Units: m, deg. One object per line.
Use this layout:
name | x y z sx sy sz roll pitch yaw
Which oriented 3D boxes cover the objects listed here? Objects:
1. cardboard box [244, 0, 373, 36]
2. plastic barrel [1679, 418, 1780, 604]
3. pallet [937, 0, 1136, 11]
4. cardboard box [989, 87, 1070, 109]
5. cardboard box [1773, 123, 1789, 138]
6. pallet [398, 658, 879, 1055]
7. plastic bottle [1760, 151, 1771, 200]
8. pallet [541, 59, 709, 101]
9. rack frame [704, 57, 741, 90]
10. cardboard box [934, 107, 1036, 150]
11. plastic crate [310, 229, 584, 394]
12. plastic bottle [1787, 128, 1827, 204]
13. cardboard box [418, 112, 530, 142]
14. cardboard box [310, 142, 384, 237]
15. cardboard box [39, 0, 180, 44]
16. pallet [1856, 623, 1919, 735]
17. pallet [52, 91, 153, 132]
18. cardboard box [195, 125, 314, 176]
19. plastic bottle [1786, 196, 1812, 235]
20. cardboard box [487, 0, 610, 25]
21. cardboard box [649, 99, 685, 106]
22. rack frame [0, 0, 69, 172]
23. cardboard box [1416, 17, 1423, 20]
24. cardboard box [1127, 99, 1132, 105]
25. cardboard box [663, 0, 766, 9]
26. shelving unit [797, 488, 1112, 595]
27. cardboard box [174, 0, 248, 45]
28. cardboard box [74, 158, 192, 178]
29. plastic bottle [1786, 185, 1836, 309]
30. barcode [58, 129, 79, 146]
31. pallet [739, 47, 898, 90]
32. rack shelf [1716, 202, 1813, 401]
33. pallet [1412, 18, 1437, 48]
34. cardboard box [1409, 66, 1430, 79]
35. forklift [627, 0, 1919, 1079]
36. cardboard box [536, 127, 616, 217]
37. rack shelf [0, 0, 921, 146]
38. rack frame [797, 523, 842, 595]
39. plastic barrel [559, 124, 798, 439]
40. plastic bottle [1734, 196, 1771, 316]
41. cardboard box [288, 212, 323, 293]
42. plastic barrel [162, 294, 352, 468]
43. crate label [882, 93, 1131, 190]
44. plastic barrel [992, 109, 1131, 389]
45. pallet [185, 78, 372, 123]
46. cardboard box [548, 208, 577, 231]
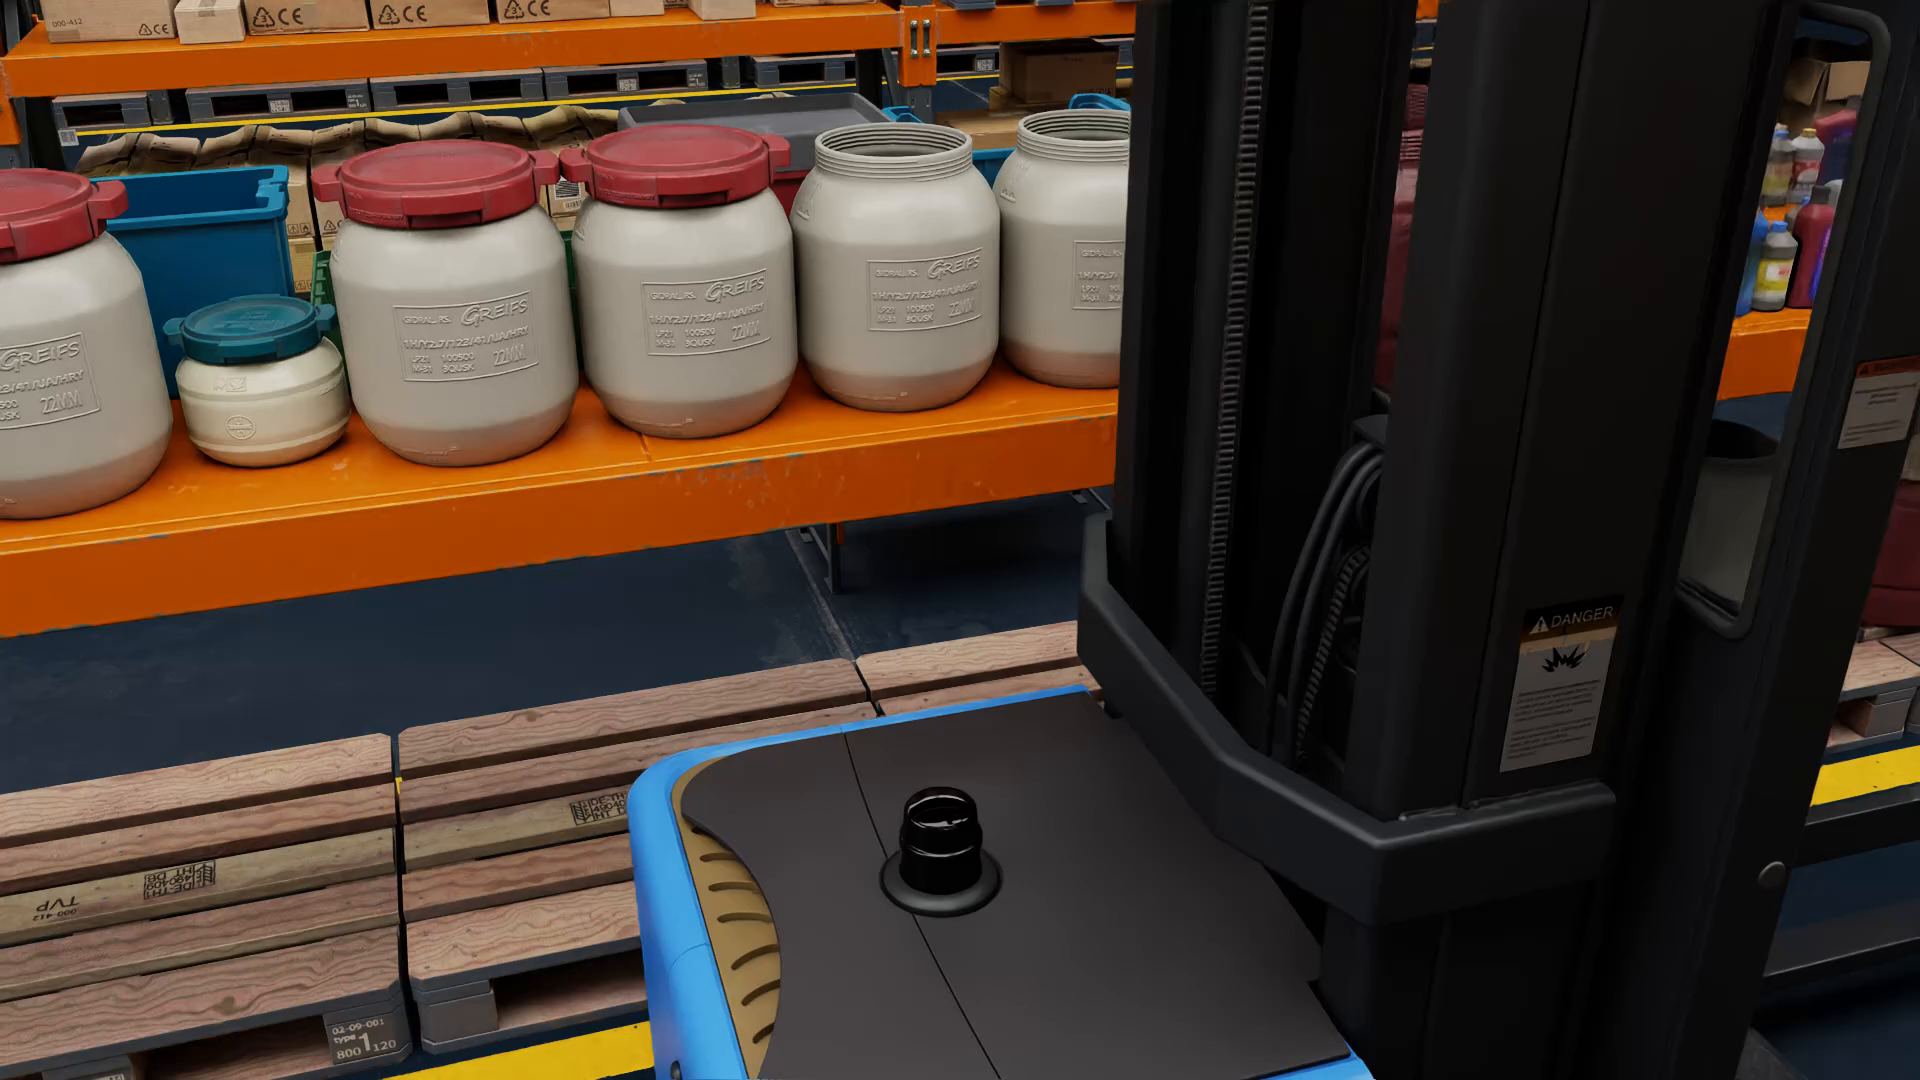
cardboard box | -2.915 -2.555 7.410 0.500 0.500 0.500 -6 27 -12
plastic barrel | 2.152 -0.058 4.820 0.421 0.512 0.421 0 26 0
pallet | 0.275 -2.926 8.487 1.003 0.211 1.213 -8 28 -16
cardboard box | 0.469 -2.195 9.114 0.500 0.500 0.500 -7 27 -14
cardboard box | 4.741 -2.458 10.019 0.250 0.166 0.380 -8 28 -16
pallet | -0.724 0.711 4.080 1.213 0.211 1.003 -8 28 -16
plastic bottle | 2.233 -1.049 4.712 0.097 0.201 0.097 0 26 0
pallet | -2.629 -3.627 12.819 1.213 0.211 1.003 -8 28 -16
rack frame | -1.885 -4.983 12.415 0.127 3.000 1.000 -8 28 -16
cardboard box | 0.174 -1.909 8.538 0.500 0.500 0.500 -7 27 -14
plastic crate | -1.052 -0.508 3.638 0.662 0.188 0.450 -8 28 -16
plastic bottle | 2.418 -1.075 4.766 0.097 0.201 0.097 0 26 0
cardboard box | -2.408 -1.933 8.259 0.500 0.311 0.500 -9 28 -17
cardboard box | -2.711 -1.636 7.662 0.500 0.311 0.500 -9 28 -18
cardboard box | -3.696 -2.358 7.294 0.500 0.250 0.500 -7 27 -13
pallet | 3.078 0.162 5.186 1.213 0.211 1.003 -8 28 -16
pallet | -6.316 -3.076 11.709 1.213 0.211 1.003 -8 28 -16
cardboard box | -3.362 -1.798 7.987 0.500 0.311 0.500 -7 27 -15
plastic bottle | 2.078 -0.742 4.095 0.097 0.201 0.097 0 26 0
cardboard box | -1.938 -2.696 7.695 0.500 0.500 0.500 -10 28 -19
cardboard box | -1.433 -2.073 8.542 0.500 0.311 0.500 -9 28 -17
rack frame | -4.151 -2.339 7.087 0.127 3.000 1.000 -8 28 -16
cardboard box | 3.629 -4.800 14.384 0.500 0.500 0.700 -8 27 -15
cardboard box | 1.148 -2.050 8.823 0.500 0.500 0.500 -9 28 -17
cardboard box | -1.258 -2.808 8.133 0.500 0.311 0.500 -9 28 -17
shelving unit | 0.006 -0.505 5.502 1.048 1.125 0.538 -8 28 -16
cardboard box | -3.245 -2.262 7.215 0.250 0.149 0.380 -8 28 -16
cardboard box | -3.681 -1.498 7.383 0.500 0.311 0.500 -8 28 -16
plastic bottle | 2.021 -0.691 3.900 0.133 0.283 0.061 -8 28 -16
barcode | -3.779 -1.705 7.048 0.075 0.075 0.001 -8 28 -16
pallet | -1.112 -3.811 13.189 1.213 0.211 1.003 -8 28 -16
rack shelf | 3.085 -0.748 4.692 4.000 0.370 1.077 -8 28 -16
pallet | 3.828 -4.526 14.630 1.213 0.211 1.003 -8 28 -16
cardboard box | 2.417 -2.476 9.680 0.500 0.500 0.500 -8 27 -15
forklift | 1.037 -0.002 2.459 3.031 2.935 1.130 -8 28 -16
cardboard box | -1.742 -1.778 7.948 0.500 0.311 0.500 -8 28 -16
rack shelf | -2.249 -2.292 7.802 4.000 0.370 1.077 -8 28 -16
rack frame | -0.477 -0.435 5.361 0.032 1.125 0.500 -8 28 -16
plastic barrel | -0.534 -0.504 3.240 0.433 0.535 0.433 0 26 0
plastic bottle | 1.813 -0.664 3.859 0.097 0.271 0.097 0 26 0
cardboard box | -3.204 -1.316 7.647 0.500 0.250 0.500 -8 27 -15
plastic barrel | -1.314 -0.299 3.135 0.301 0.262 0.301 0 26 0
crate label | 0.154 -0.788 3.924 0.616 0.435 0.502 -8 28 -16
plastic barrel | 0.271 -0.613 3.485 0.421 0.512 0.421 0 26 0
pallet | -4.949 -3.291 12.142 1.213 0.211 1.003 -8 28 -16
cardboard box | -1.740 -1.530 8.078 0.500 0.250 0.500 -8 27 -15
